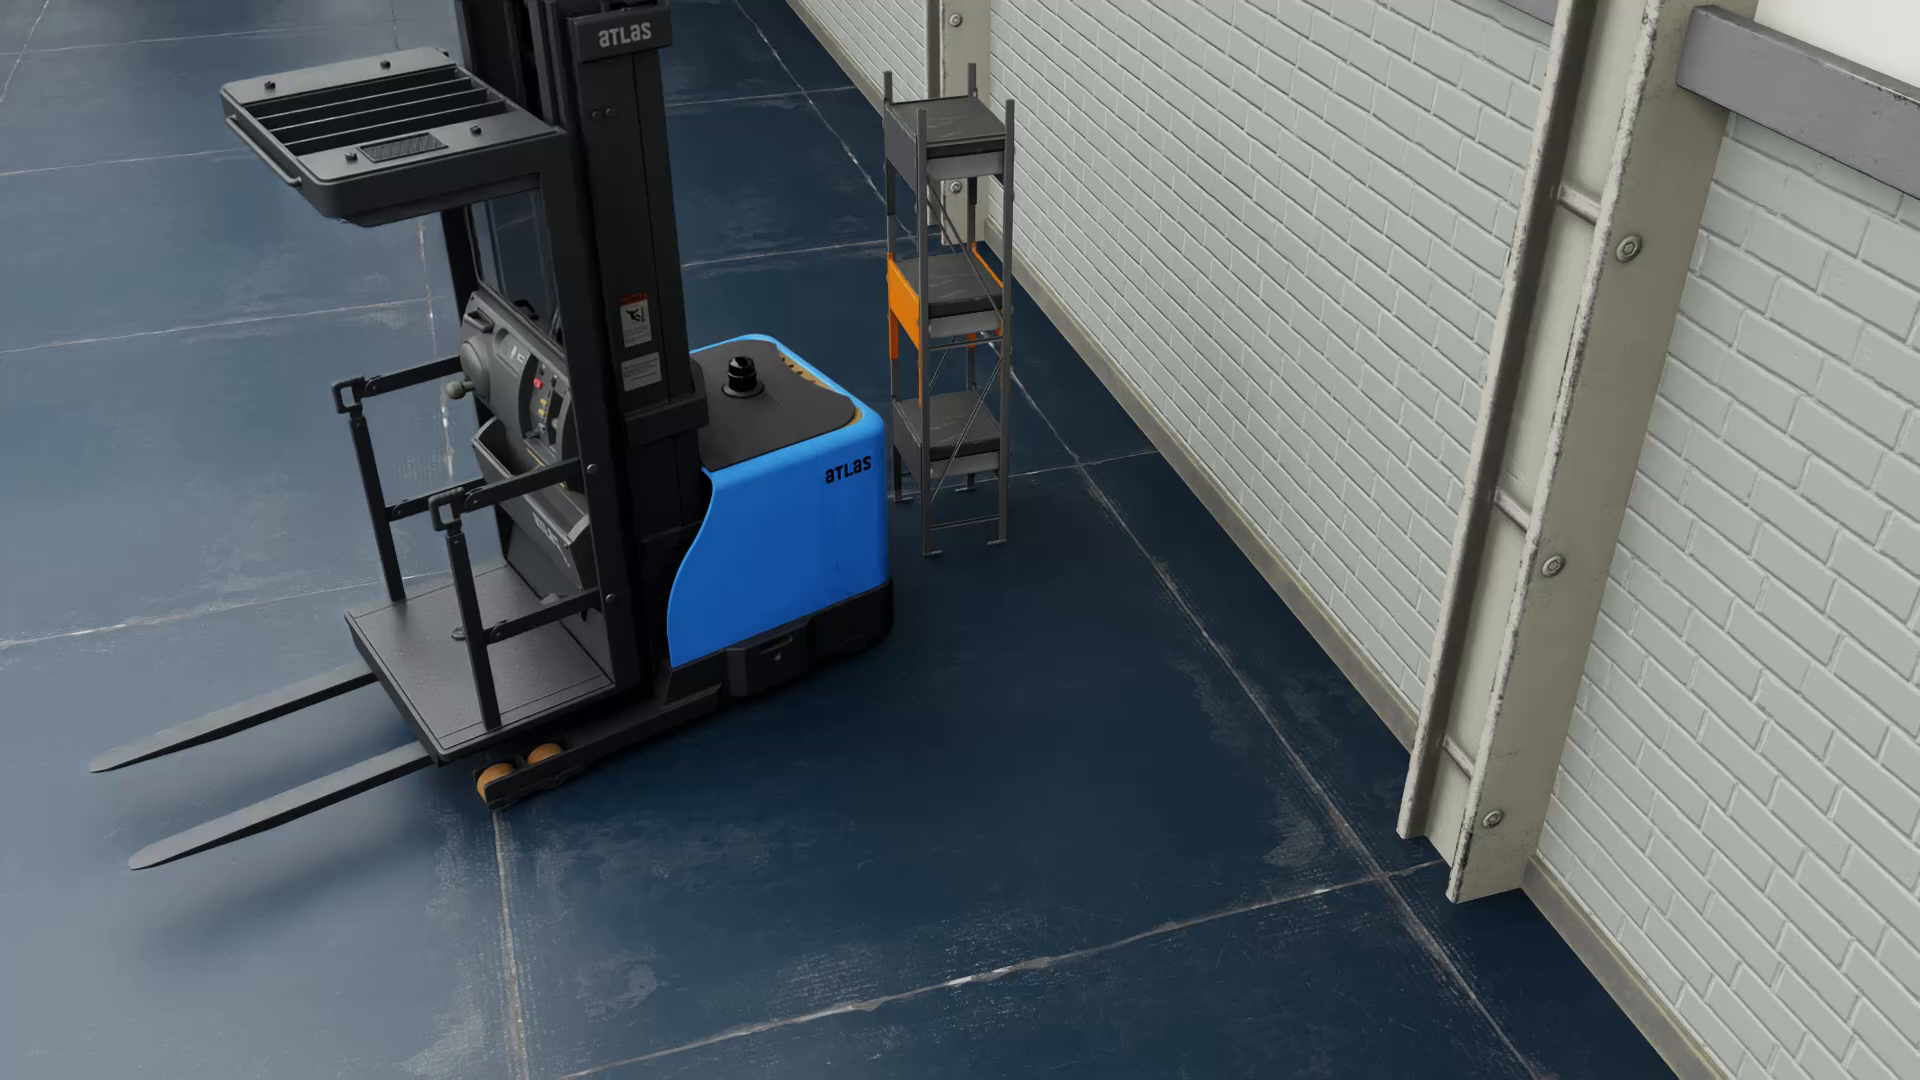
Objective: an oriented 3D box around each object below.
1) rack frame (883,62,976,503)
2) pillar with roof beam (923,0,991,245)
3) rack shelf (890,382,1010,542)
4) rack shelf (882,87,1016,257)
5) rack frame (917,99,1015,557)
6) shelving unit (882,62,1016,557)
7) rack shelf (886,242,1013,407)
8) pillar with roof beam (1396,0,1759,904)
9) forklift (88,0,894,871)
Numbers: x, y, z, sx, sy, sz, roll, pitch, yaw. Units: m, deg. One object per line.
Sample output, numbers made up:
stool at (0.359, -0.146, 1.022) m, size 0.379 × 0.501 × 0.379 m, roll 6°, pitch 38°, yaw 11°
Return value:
rack frame at (-0.125, -1.091, 7.497) m, size 0.400 × 2.100 × 0.015 m, roll -10°, pitch 35°, yaw -15°
pillar with roof beam at (-4.117, -5.036, 7.208) m, size 9.100 × 9.000 × 0.400 m, roll -10°, pitch 35°, yaw -15°
rack shelf at (-0.051, -0.368, 7.696) m, size 0.431 × 0.518 × 0.480 m, roll -10°, pitch 35°, yaw -15°
rack shelf at (-0.051, -1.536, 6.924) m, size 0.431 × 0.518 × 0.480 m, roll -10°, pitch 35°, yaw -15°
rack frame at (0.024, -0.835, 7.109) m, size 0.400 × 2.100 × 0.015 m, roll -10°, pitch 35°, yaw -15°
shelving unit at (-0.051, -0.963, 7.303) m, size 0.431 × 2.100 × 0.503 m, roll -10°, pitch 35°, yaw -15°
rack shelf at (-0.051, -0.952, 7.310) m, size 0.431 × 0.518 × 0.480 m, roll -10°, pitch 35°, yaw -15°
pillar with roof beam at (-2.287, -1.886, 2.441) m, size 9.100 × 9.000 × 0.400 m, roll -10°, pitch 35°, yaw -15°
forklift at (-1.777, -0.550, 5.924) m, size 3.031 × 2.935 × 1.130 m, roll -21°, pitch 39°, yaw -29°
